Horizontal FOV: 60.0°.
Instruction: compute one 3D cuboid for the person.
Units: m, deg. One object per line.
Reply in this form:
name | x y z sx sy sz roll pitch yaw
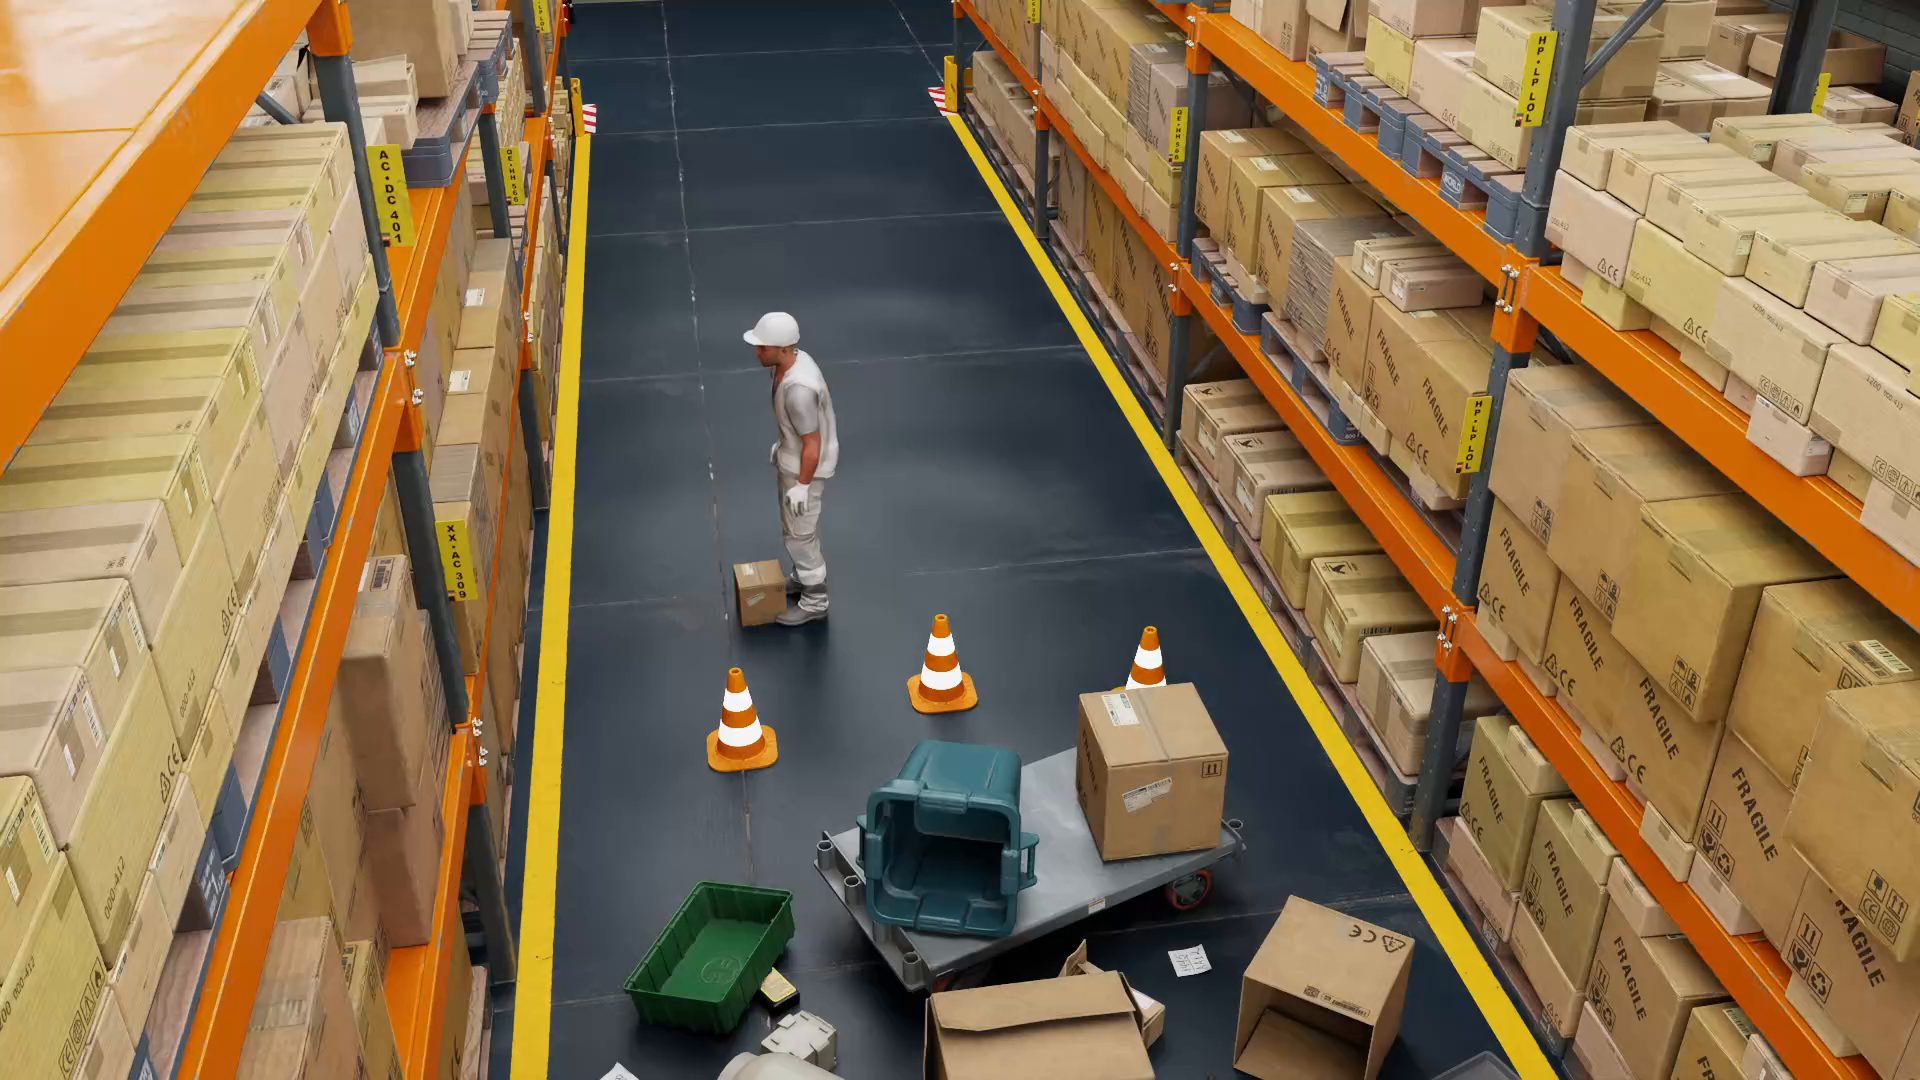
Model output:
person | -0.871 -0.381 8.765 0.446 1.780 0.620 -7 31 -12
